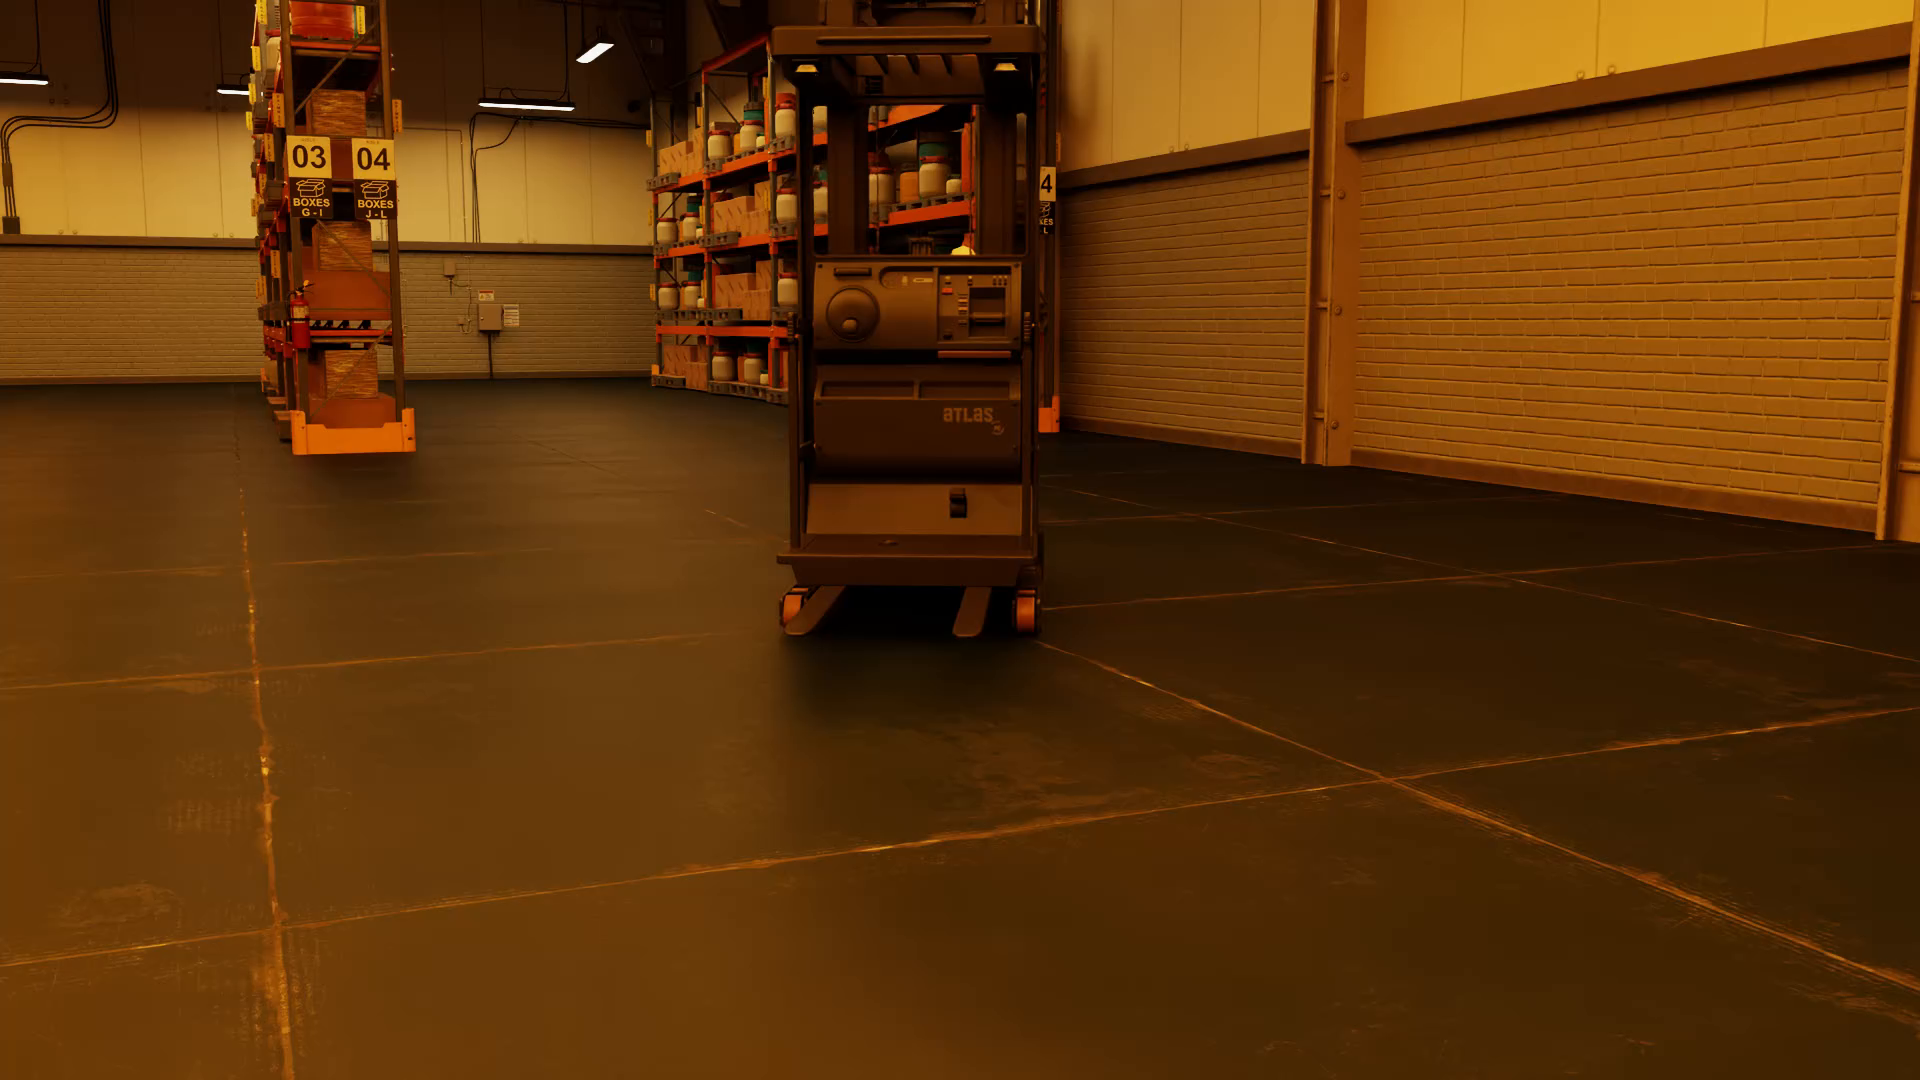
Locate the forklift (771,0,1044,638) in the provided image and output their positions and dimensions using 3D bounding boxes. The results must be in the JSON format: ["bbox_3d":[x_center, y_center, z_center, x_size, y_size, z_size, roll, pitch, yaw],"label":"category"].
[{"bbox_3d":[-0.198,-1.092,7.226,1.130,2.935,3.031,0,8,3],"label":"forklift"}]

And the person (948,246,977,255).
[{"bbox_3d":[0.022,-0.874,9.972,0.666,1.765,0.577,-3,8,-23],"label":"person"}]
